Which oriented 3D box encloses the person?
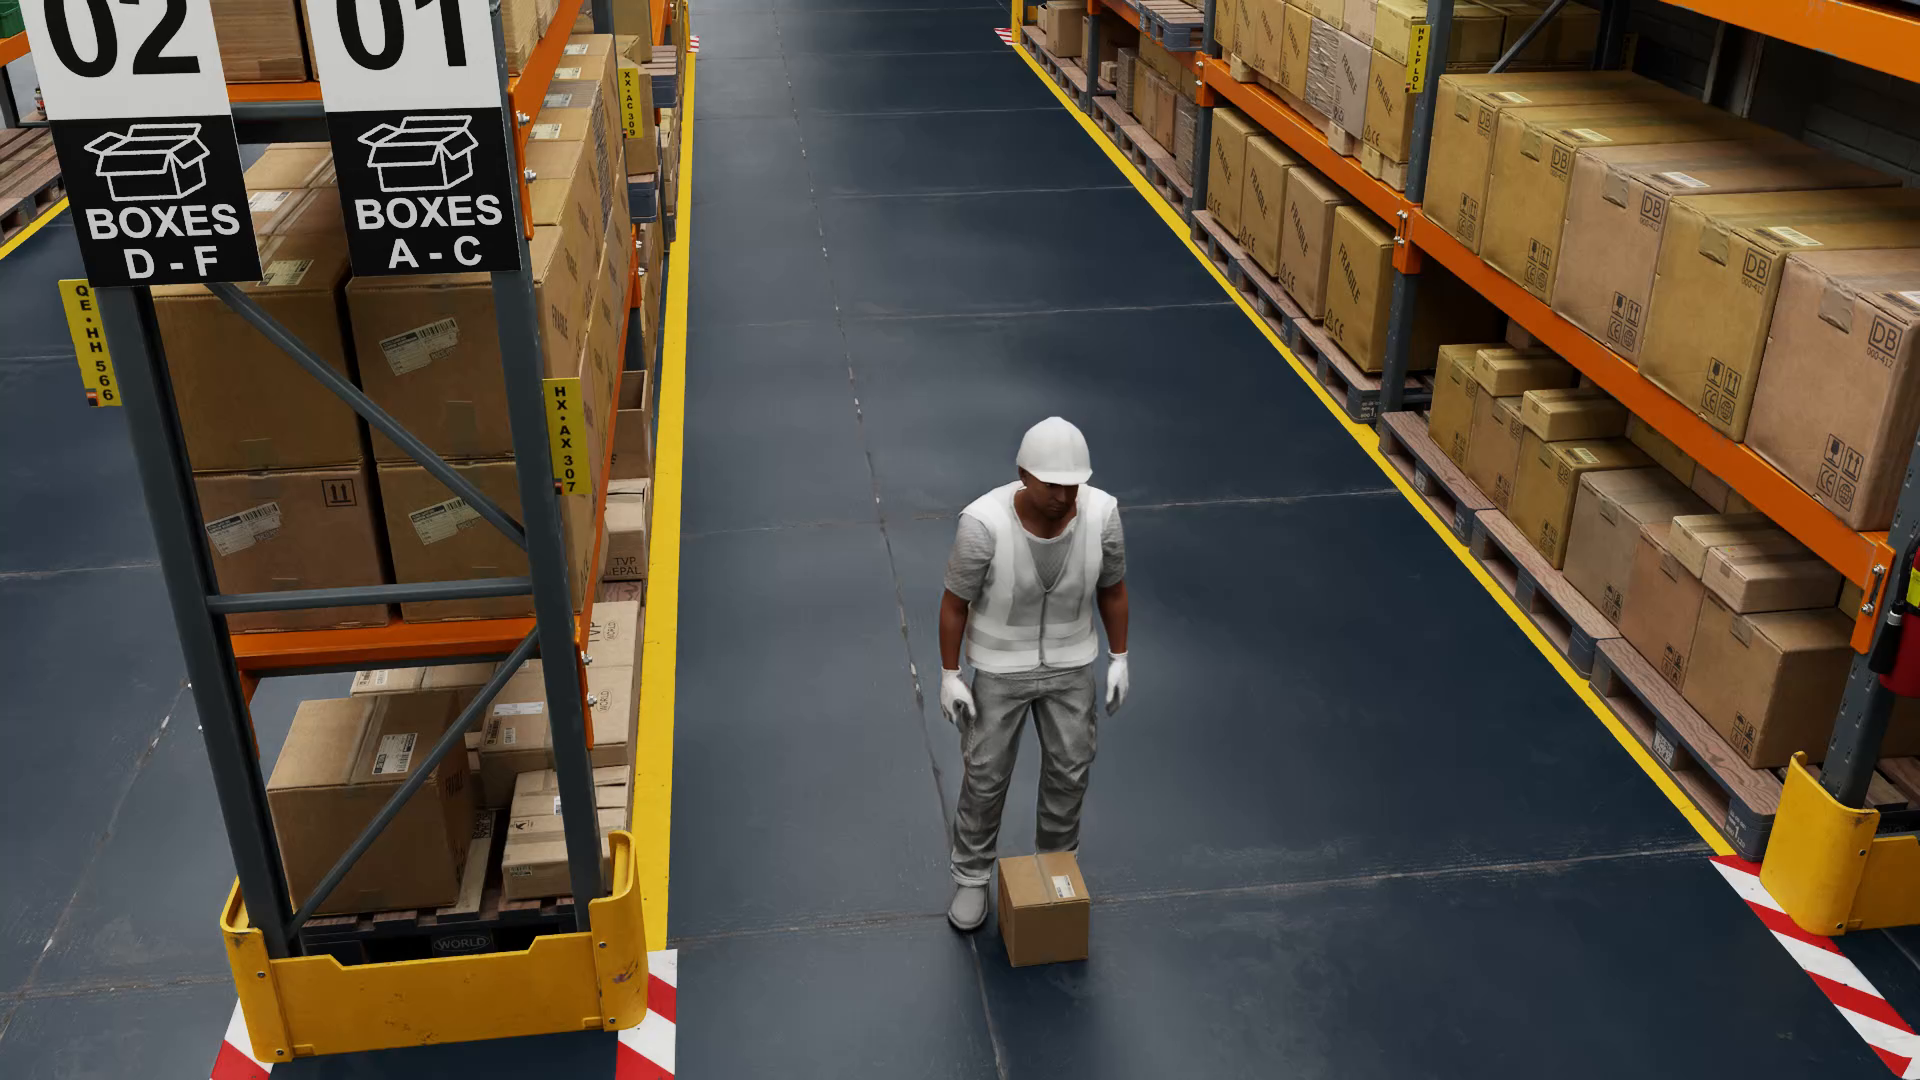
[{"bbox_3d":[0.239,0.420,5.278,0.627,1.773,0.450,-5,27,-10],"label":"person"}]
